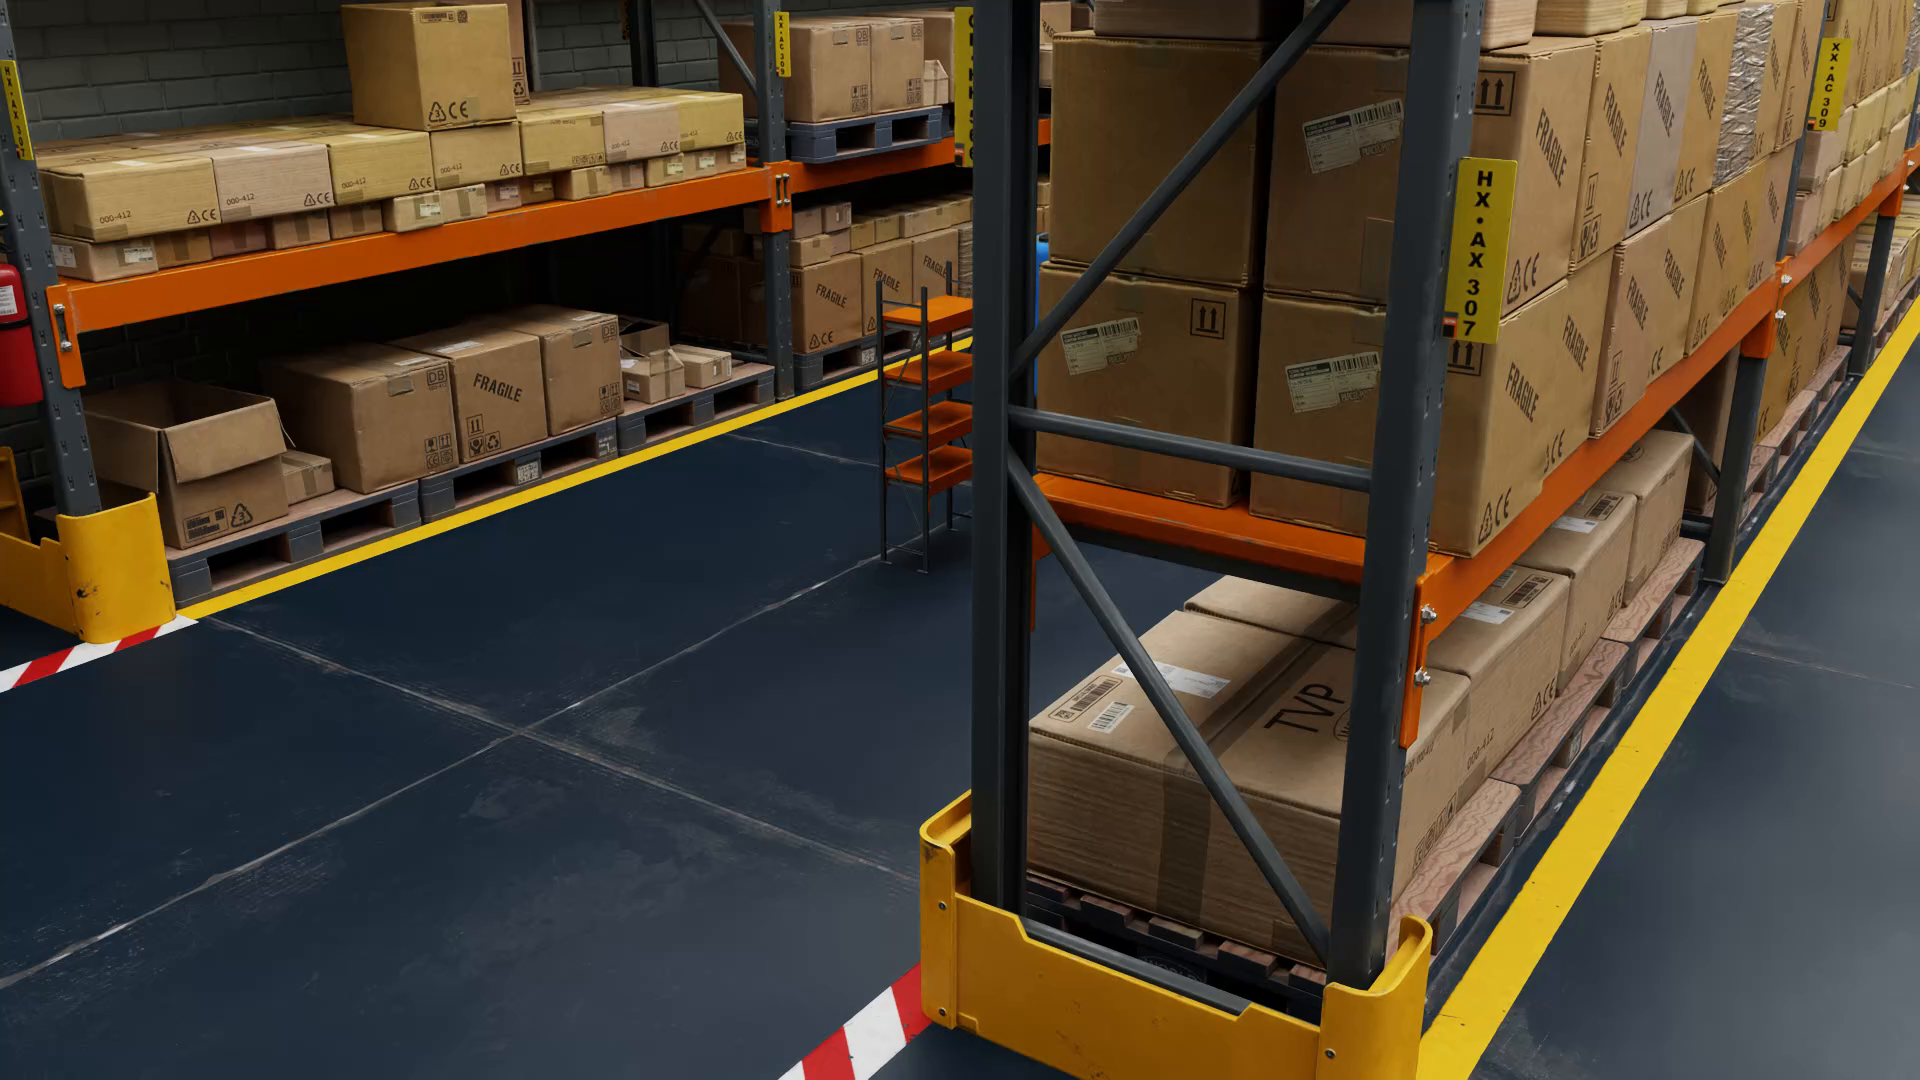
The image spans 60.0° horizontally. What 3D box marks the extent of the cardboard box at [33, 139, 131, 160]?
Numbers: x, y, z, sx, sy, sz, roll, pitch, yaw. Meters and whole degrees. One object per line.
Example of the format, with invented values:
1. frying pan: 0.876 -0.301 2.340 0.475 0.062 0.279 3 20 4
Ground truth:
1. cardboard box: -3.596 -1.402 6.520 0.500 0.250 0.500 14 25 33

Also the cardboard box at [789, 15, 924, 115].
1. cardboard box: -0.639 -2.785 9.720 0.700 0.500 0.500 14 24 32

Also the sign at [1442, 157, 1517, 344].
1. sign: 0.928 -0.516 2.973 0.100 0.325 0.005 13 24 32

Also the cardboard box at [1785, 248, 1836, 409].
1. cardboard box: 4.007 -1.241 8.754 0.875 0.875 0.875 14 24 32

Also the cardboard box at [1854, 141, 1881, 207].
1. cardboard box: 4.066 -1.769 7.940 0.500 0.250 0.500 13 24 31

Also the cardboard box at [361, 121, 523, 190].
1. cardboard box: -2.322 -1.738 7.427 0.500 0.250 0.500 13 24 30

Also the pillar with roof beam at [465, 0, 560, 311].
1. pillar with roof beam: 1.037 -4.247 5.776 9.100 9.000 0.400 13 24 32

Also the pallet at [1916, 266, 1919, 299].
1. pallet: 6.781 -2.094 12.622 1.003 0.211 1.213 13 24 32

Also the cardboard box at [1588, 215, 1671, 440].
1. cardboard box: 1.541 -0.604 4.430 0.500 0.500 0.500 13 24 32

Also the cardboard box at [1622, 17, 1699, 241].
1. cardboard box: 1.545 -1.079 4.274 0.500 0.500 0.500 13 24 31

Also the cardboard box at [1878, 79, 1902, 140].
1. cardboard box: 4.351 -2.155 8.262 0.500 0.250 0.500 13 24 30

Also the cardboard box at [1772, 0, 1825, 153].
1. cardboard box: 2.684 -1.657 5.835 0.500 0.500 0.500 13 24 31

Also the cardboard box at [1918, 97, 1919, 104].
1. cardboard box: 5.684 -2.758 10.154 0.380 0.149 0.250 12 23 28

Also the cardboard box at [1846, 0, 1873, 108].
1. cardboard box: 3.469 -2.068 6.946 0.500 0.500 0.500 13 24 32

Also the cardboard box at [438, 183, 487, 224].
1. cardboard box: -2.327 -1.512 7.391 0.380 0.149 0.250 14 24 33

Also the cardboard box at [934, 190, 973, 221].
1. cardboard box: 0.025 -2.208 10.972 0.380 0.149 0.250 12 23 29

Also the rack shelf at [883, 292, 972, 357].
1. rack shelf: -0.093 -0.884 6.792 0.258 0.148 0.480 13 24 32

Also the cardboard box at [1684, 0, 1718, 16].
1. cardboard box: 1.807 -1.487 4.441 0.380 0.149 0.250 13 24 31

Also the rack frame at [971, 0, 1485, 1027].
1. rack frame: 0.472 -0.183 3.435 1.000 3.000 0.127 13 24 32

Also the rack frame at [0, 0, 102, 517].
1. rack frame: -3.635 -1.149 6.049 1.000 3.000 0.127 13 24 32

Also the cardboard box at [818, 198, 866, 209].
1. cardboard box: -0.824 -2.083 10.635 0.380 0.149 0.250 14 25 33

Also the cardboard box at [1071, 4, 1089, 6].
1. cardboard box: 0.932 -4.026 12.745 0.380 0.149 0.250 14 24 33

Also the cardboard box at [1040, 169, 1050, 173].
1. cardboard box: 0.794 -2.583 11.986 0.380 0.149 0.250 12 23 29

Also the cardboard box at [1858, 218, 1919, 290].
1. cardboard box: 6.134 -2.032 11.618 0.950 0.372 0.625 14 25 34

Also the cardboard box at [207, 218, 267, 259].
1. cardboard box: -3.000 -1.237 6.647 0.380 0.149 0.250 13 24 31

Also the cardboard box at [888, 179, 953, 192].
1. cardboard box: -0.270 -2.383 11.445 0.380 0.149 0.250 13 24 31

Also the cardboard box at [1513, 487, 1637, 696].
1. cardboard box: 1.776 0.091 5.784 0.875 0.438 0.875 12 24 30

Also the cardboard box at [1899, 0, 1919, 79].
1. cardboard box: 4.613 -2.646 8.508 0.500 0.500 0.500 14 24 33

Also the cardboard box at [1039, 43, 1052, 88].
1. cardboard box: 0.537 -3.206 11.218 0.500 0.250 0.500 12 23 29

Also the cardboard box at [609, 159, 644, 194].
1. cardboard box: -1.781 -1.810 8.198 0.380 0.149 0.250 14 24 33

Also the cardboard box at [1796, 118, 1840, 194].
1. cardboard box: 3.201 -1.566 6.669 0.500 0.250 0.500 12 24 30

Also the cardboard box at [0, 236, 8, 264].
1. cardboard box: -3.671 -1.179 6.491 0.380 0.149 0.250 13 24 31

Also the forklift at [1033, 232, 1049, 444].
1. forklift: 1.504 -2.156 8.868 1.130 2.935 3.031 14 24 32

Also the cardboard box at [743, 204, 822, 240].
1. cardboard box: -1.015 -1.828 9.518 0.380 0.149 0.250 13 24 31

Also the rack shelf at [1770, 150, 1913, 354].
1. rack shelf: 3.845 -1.567 8.214 1.077 0.370 4.000 13 24 32

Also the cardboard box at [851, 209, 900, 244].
1. cardboard box: -0.596 -1.929 10.218 0.380 0.149 0.250 13 24 31

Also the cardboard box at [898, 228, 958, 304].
1. cardboard box: -0.353 -1.714 10.572 0.500 0.500 0.500 12 24 30

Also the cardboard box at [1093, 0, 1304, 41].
1. cardboard box: 0.508 -1.145 3.515 0.380 0.149 0.250 14 24 33

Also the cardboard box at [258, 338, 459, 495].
1. cardboard box: -2.700 -0.569 7.477 0.700 0.500 0.500 14 25 34

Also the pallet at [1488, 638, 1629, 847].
1. pallet: 1.543 0.532 5.522 1.003 0.211 1.213 13 24 32

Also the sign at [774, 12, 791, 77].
1. sign: -0.934 -2.600 8.721 0.100 0.325 0.005 13 24 32

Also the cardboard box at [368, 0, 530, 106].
1. cardboard box: -2.444 -2.343 7.981 0.500 0.500 0.500 13 24 30

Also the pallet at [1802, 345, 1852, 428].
1. pallet: 4.464 -0.959 9.552 1.003 0.211 1.213 13 24 32

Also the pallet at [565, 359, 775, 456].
1. pallet: -1.774 -0.792 9.103 1.003 0.211 1.213 13 24 32

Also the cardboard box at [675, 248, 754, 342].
1. cardboard box: -1.355 -1.520 10.049 0.500 0.500 0.500 13 24 32

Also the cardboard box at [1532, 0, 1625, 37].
1. cardboard box: 1.230 -1.192 3.643 0.380 0.149 0.250 14 25 33

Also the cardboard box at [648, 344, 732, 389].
1. cardboard box: -1.457 -0.940 8.986 0.380 0.149 0.250 12 24 30

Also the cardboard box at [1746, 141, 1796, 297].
1. cardboard box: 2.671 -1.194 6.026 0.500 0.500 0.500 14 24 32

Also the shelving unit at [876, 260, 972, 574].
1. shelving unit: -0.093 -0.515 6.928 0.258 1.200 0.503 13 24 32
